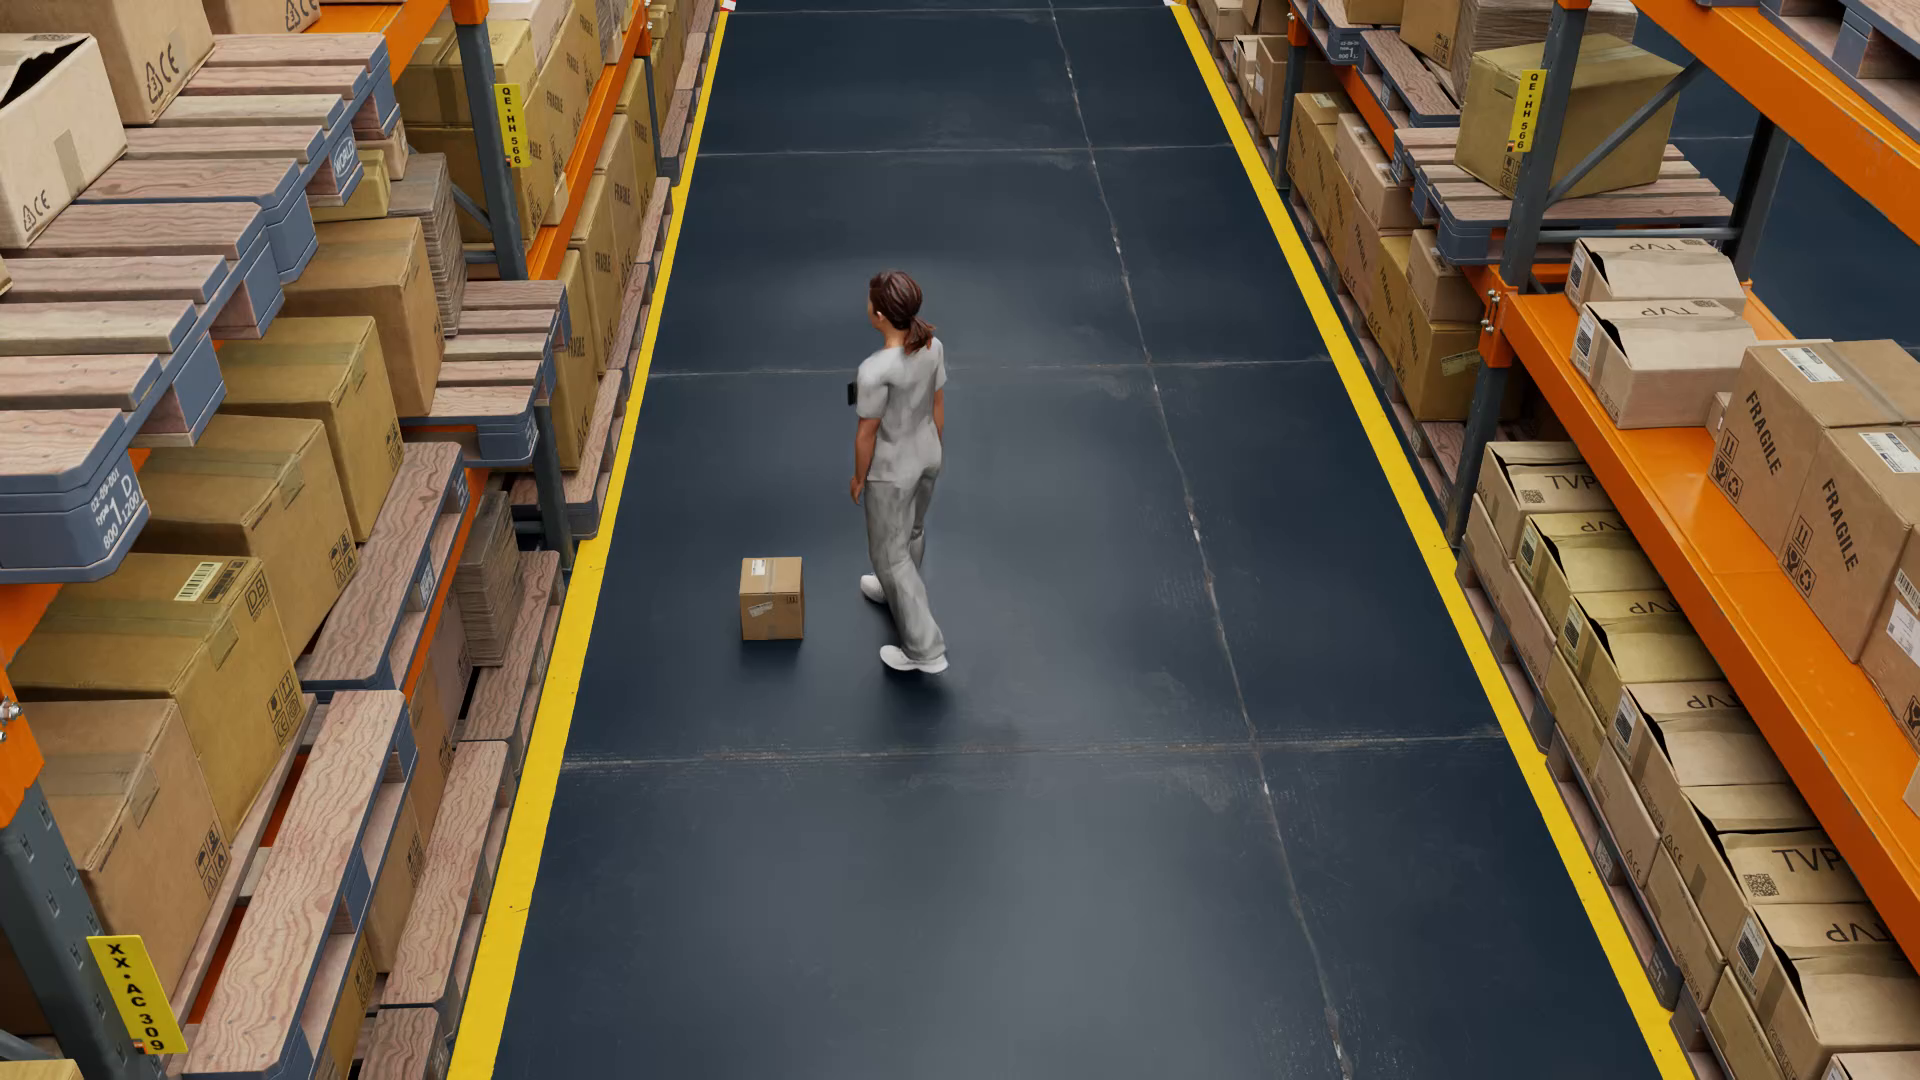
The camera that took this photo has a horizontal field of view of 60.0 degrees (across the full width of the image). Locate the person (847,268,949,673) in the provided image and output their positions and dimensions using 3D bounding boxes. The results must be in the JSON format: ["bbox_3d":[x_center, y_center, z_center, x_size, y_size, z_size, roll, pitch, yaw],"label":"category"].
[{"bbox_3d":[-0.240,-0.285,6.540,0.680,1.667,0.449,25,43,31],"label":"person"}]
